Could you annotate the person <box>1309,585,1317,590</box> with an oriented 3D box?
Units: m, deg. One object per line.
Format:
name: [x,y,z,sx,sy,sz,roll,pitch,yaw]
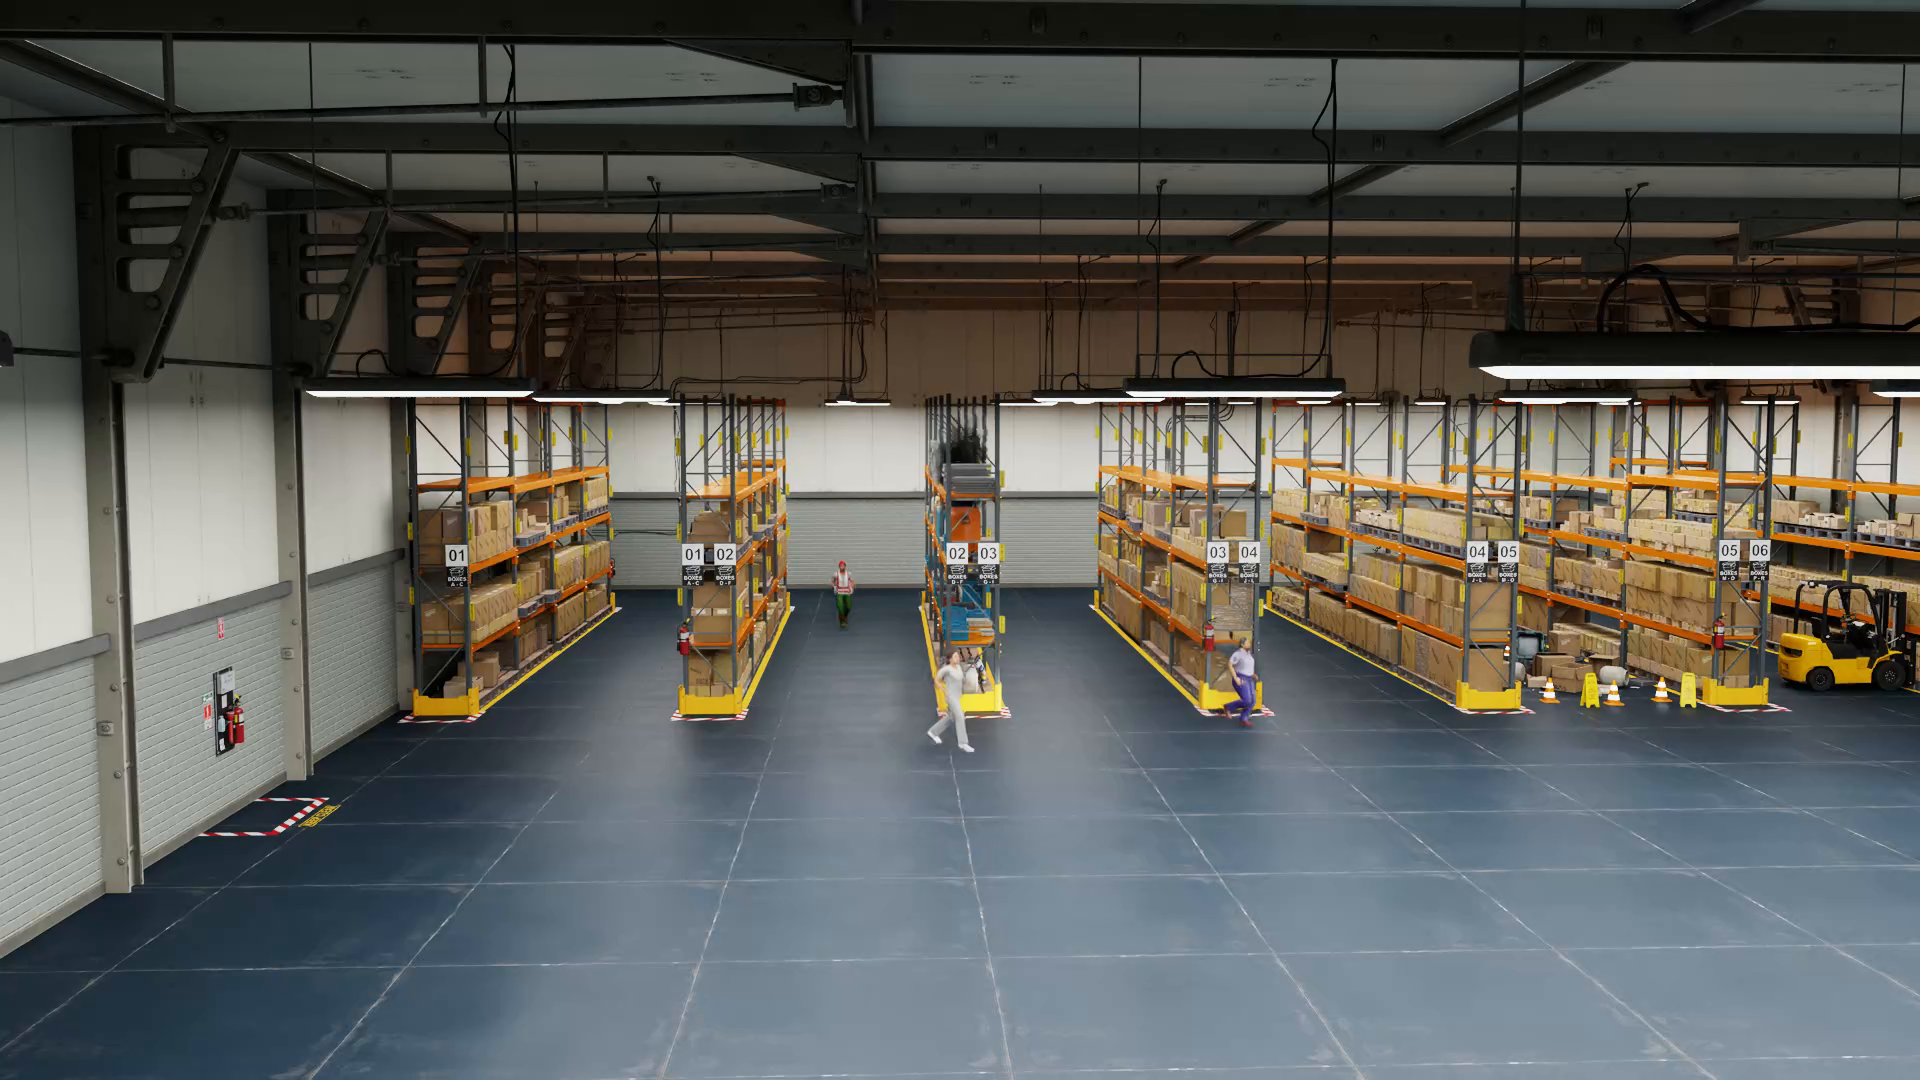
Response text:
person: [10.248,1.001,48.812,0.761,1.728,0.517,-3,6,-37]

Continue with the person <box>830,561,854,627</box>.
person: [-3.064,1.417,43.507,0.651,1.738,0.612,-1,5,-11]

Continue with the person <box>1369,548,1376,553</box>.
person: [12.247,1.059,49.358,0.656,1.538,0.534,0,5,4]

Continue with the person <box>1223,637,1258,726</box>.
person: [5.100,2.559,30.127,0.568,1.581,0.640,3,6,35]

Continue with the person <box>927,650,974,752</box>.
person: [-0.140,2.677,27.969,0.897,1.688,0.554,2,5,28]
